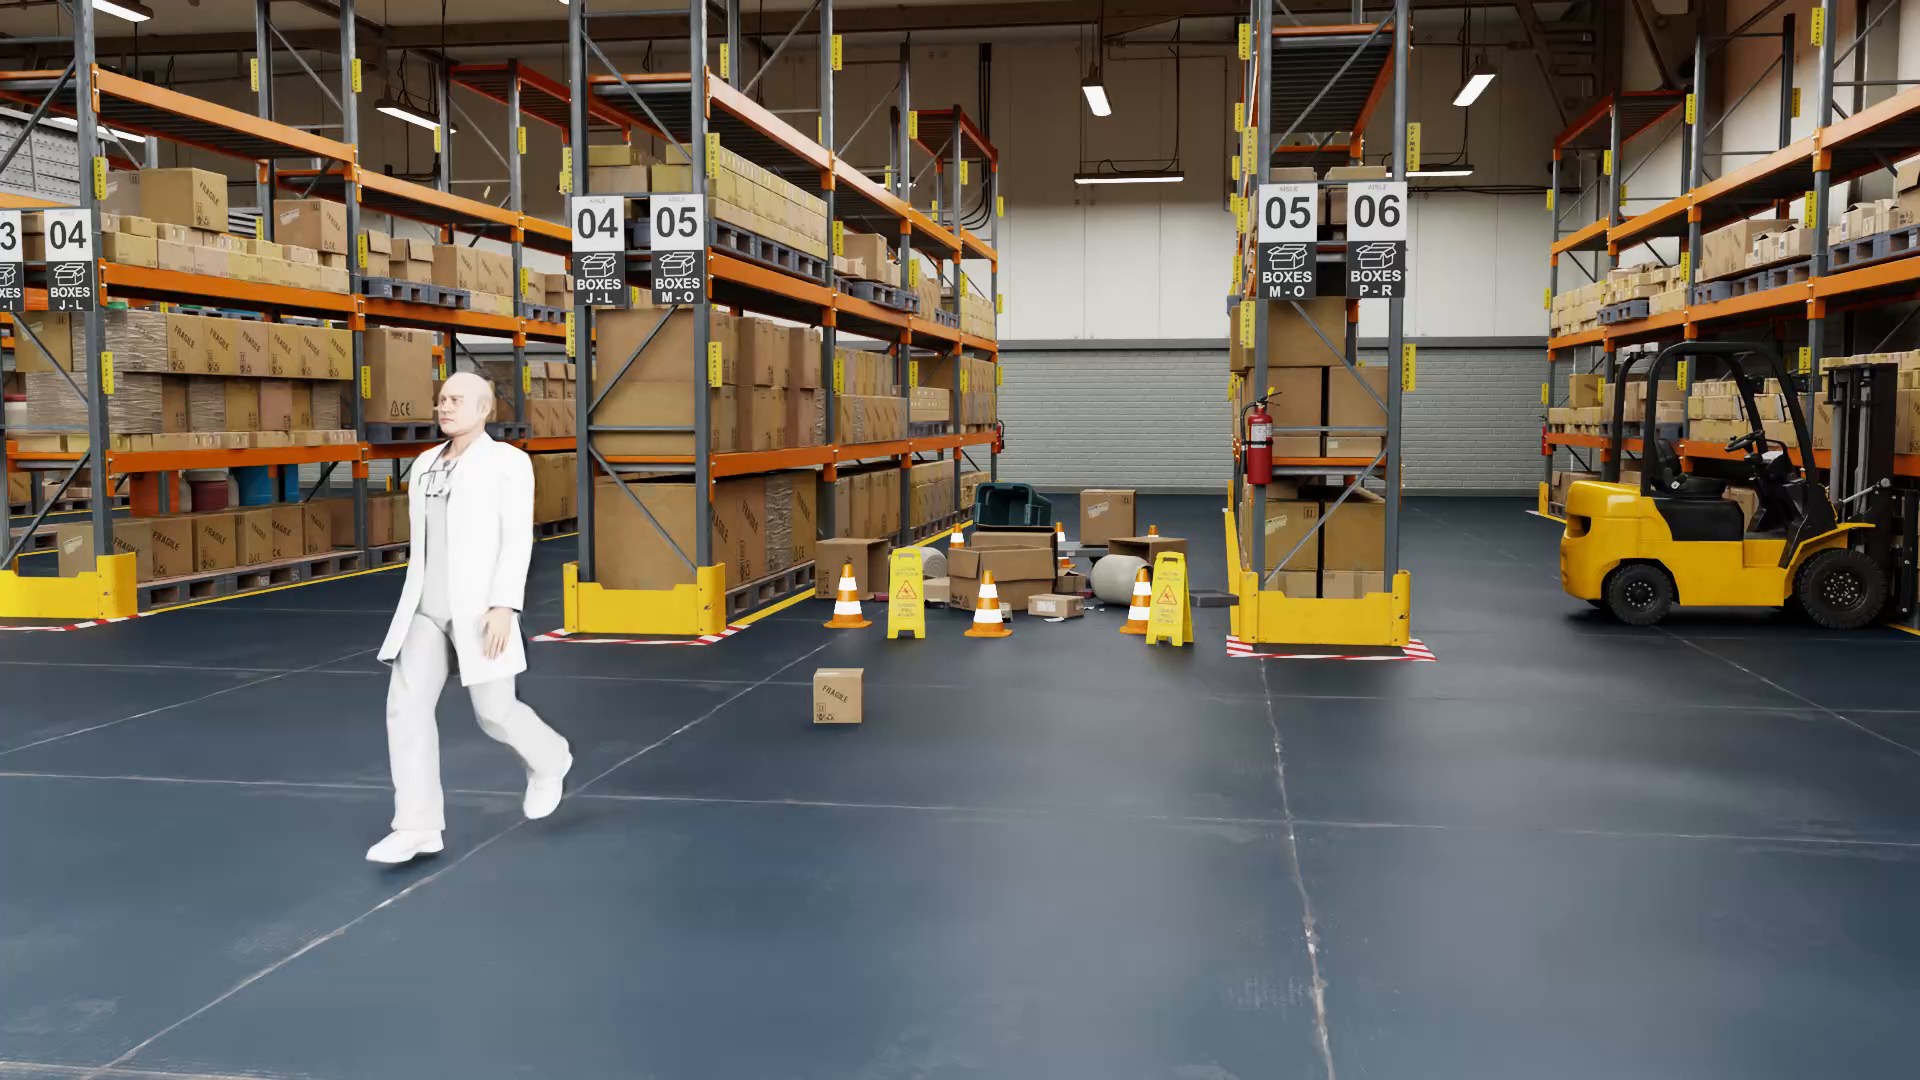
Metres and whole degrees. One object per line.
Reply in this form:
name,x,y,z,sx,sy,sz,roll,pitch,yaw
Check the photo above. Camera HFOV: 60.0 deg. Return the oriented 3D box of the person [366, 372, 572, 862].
person,-1.814,0.256,6.156,0.568,1.747,0.980,1,5,19
